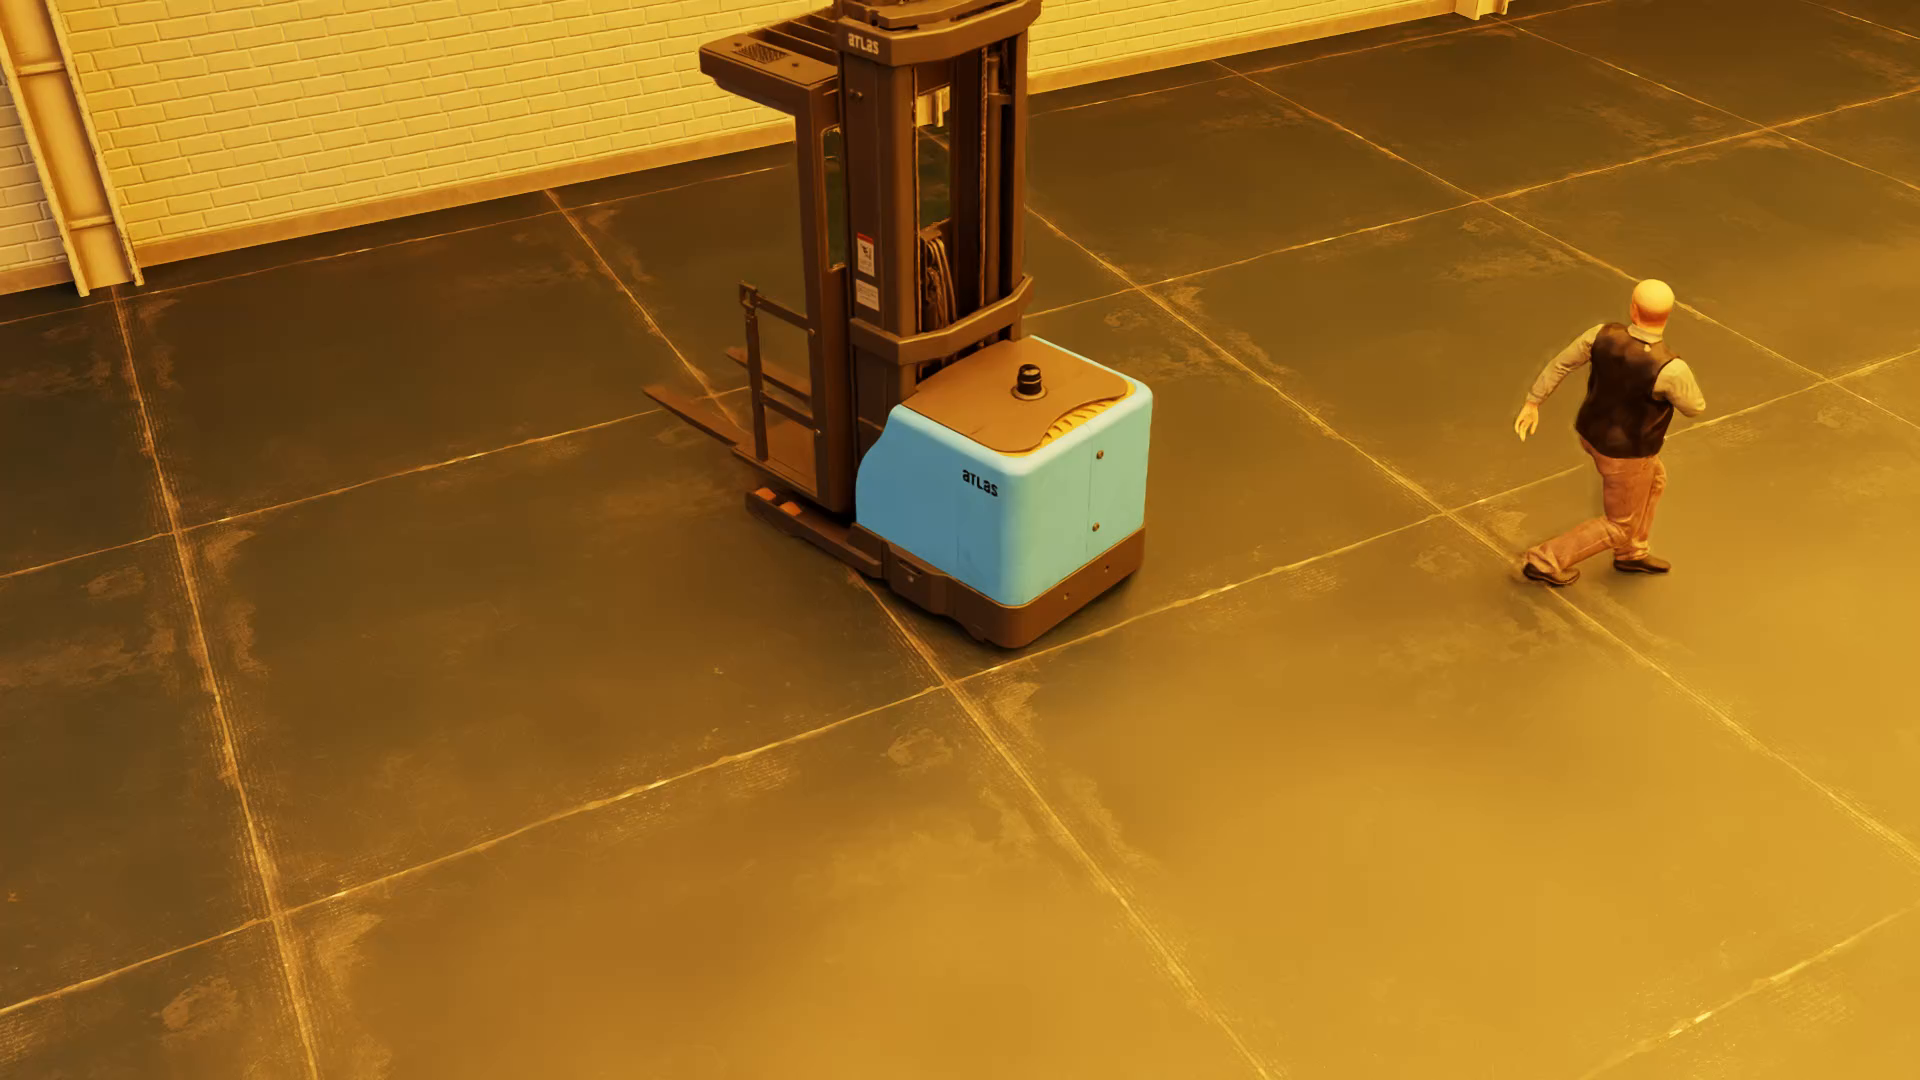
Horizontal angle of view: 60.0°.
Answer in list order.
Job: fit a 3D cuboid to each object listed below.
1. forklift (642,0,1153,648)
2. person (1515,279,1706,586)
[{"bbox_3d":[-0.492,-1.423,8.136,3.031,2.935,1.130,29,44,34],"label":"forklift"},{"bbox_3d":[3.169,-0.497,7.980,0.902,1.640,0.560,-7,36,-10],"label":"person"}]
